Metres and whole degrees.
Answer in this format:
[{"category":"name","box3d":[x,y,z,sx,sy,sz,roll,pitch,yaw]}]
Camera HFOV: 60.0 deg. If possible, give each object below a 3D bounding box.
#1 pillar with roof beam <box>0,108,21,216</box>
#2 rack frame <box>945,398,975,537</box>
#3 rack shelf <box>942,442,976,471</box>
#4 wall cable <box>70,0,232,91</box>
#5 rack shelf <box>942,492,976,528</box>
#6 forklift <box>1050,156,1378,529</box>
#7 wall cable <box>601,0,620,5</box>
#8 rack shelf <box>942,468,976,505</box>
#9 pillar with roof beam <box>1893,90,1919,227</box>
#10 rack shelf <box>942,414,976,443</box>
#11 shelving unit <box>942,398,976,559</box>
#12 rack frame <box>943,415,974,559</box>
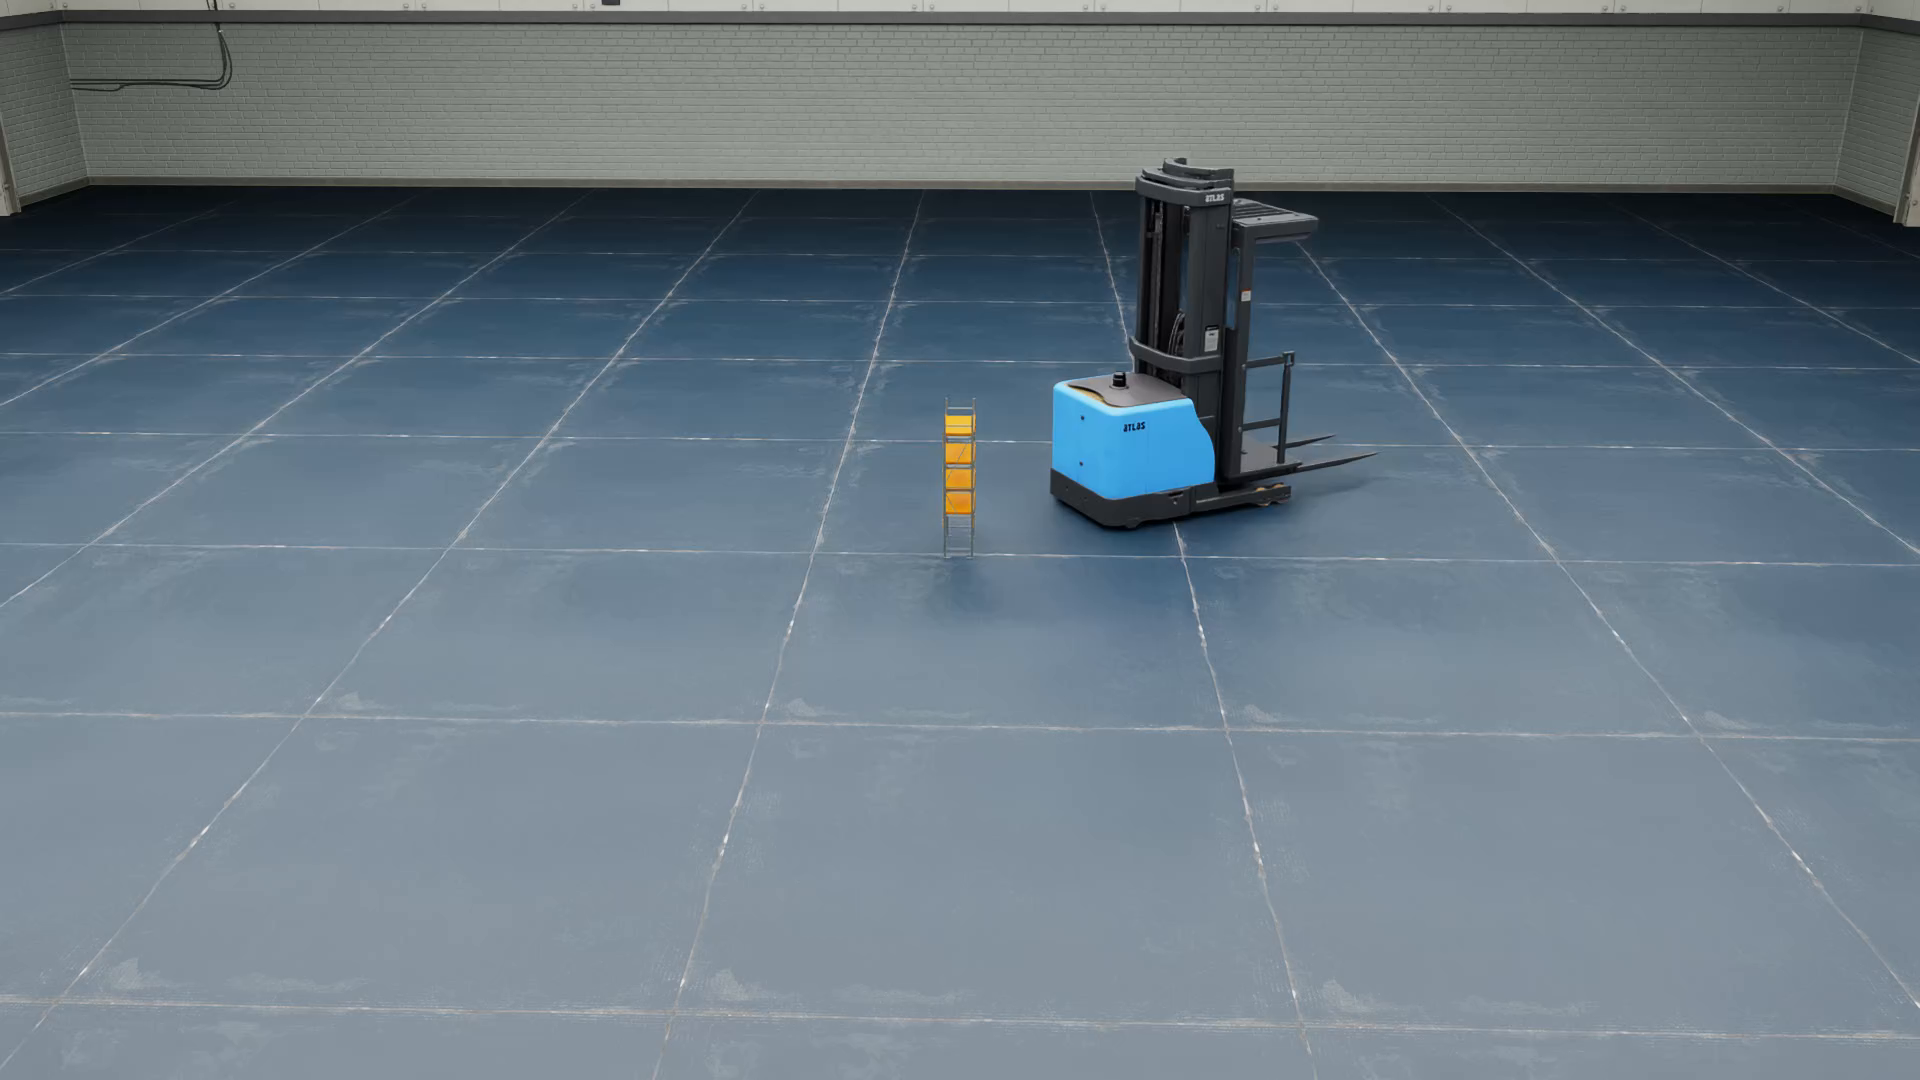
[{"category":"pillar with roof beam","box3d":[-11.741,-9.637,26.219,9.100,9.000,0.400,1,21,2]},{"category":"rack frame","box3d":[0.002,-0.588,13.678,0.240,1.200,0.015,1,21,2]},{"category":"rack shelf","box3d":[-0.005,-0.645,13.394,0.258,0.148,0.480,1,21,2]},{"category":"wall cable","box3d":[-14.633,-9.287,29.611,3.097,2.526,0.112,1,21,2]},{"category":"rack shelf","box3d":[-0.005,-0.252,13.547,0.258,0.148,0.480,1,21,2]},{"category":"forklift","box3d":[2.345,-1.817,14.454,3.031,2.935,1.130,-11,24,-25]},{"category":"wall cable","box3d":[-5.145,-12.210,28.150,2.305,6.003,0.169,1,21,2]},{"category":"rack shelf","box3d":[-0.005,-0.437,13.475,0.258,0.148,0.480,1,21,2]},{"category":"pillar with roof beam","box3d":[11.138,-9.385,25.570,9.100,9.000,0.400,1,21,2]},{"category":"rack shelf","box3d":[-0.005,-0.866,13.309,0.258,0.148,0.480,1,21,2]},{"category":"shelving unit","box3d":[-0.005,-0.500,13.451,0.258,1.200,0.503,1,21,2]},{"category":"rack frame","box3d":[-0.012,-0.411,13.224,0.240,1.200,0.015,1,21,2]}]
